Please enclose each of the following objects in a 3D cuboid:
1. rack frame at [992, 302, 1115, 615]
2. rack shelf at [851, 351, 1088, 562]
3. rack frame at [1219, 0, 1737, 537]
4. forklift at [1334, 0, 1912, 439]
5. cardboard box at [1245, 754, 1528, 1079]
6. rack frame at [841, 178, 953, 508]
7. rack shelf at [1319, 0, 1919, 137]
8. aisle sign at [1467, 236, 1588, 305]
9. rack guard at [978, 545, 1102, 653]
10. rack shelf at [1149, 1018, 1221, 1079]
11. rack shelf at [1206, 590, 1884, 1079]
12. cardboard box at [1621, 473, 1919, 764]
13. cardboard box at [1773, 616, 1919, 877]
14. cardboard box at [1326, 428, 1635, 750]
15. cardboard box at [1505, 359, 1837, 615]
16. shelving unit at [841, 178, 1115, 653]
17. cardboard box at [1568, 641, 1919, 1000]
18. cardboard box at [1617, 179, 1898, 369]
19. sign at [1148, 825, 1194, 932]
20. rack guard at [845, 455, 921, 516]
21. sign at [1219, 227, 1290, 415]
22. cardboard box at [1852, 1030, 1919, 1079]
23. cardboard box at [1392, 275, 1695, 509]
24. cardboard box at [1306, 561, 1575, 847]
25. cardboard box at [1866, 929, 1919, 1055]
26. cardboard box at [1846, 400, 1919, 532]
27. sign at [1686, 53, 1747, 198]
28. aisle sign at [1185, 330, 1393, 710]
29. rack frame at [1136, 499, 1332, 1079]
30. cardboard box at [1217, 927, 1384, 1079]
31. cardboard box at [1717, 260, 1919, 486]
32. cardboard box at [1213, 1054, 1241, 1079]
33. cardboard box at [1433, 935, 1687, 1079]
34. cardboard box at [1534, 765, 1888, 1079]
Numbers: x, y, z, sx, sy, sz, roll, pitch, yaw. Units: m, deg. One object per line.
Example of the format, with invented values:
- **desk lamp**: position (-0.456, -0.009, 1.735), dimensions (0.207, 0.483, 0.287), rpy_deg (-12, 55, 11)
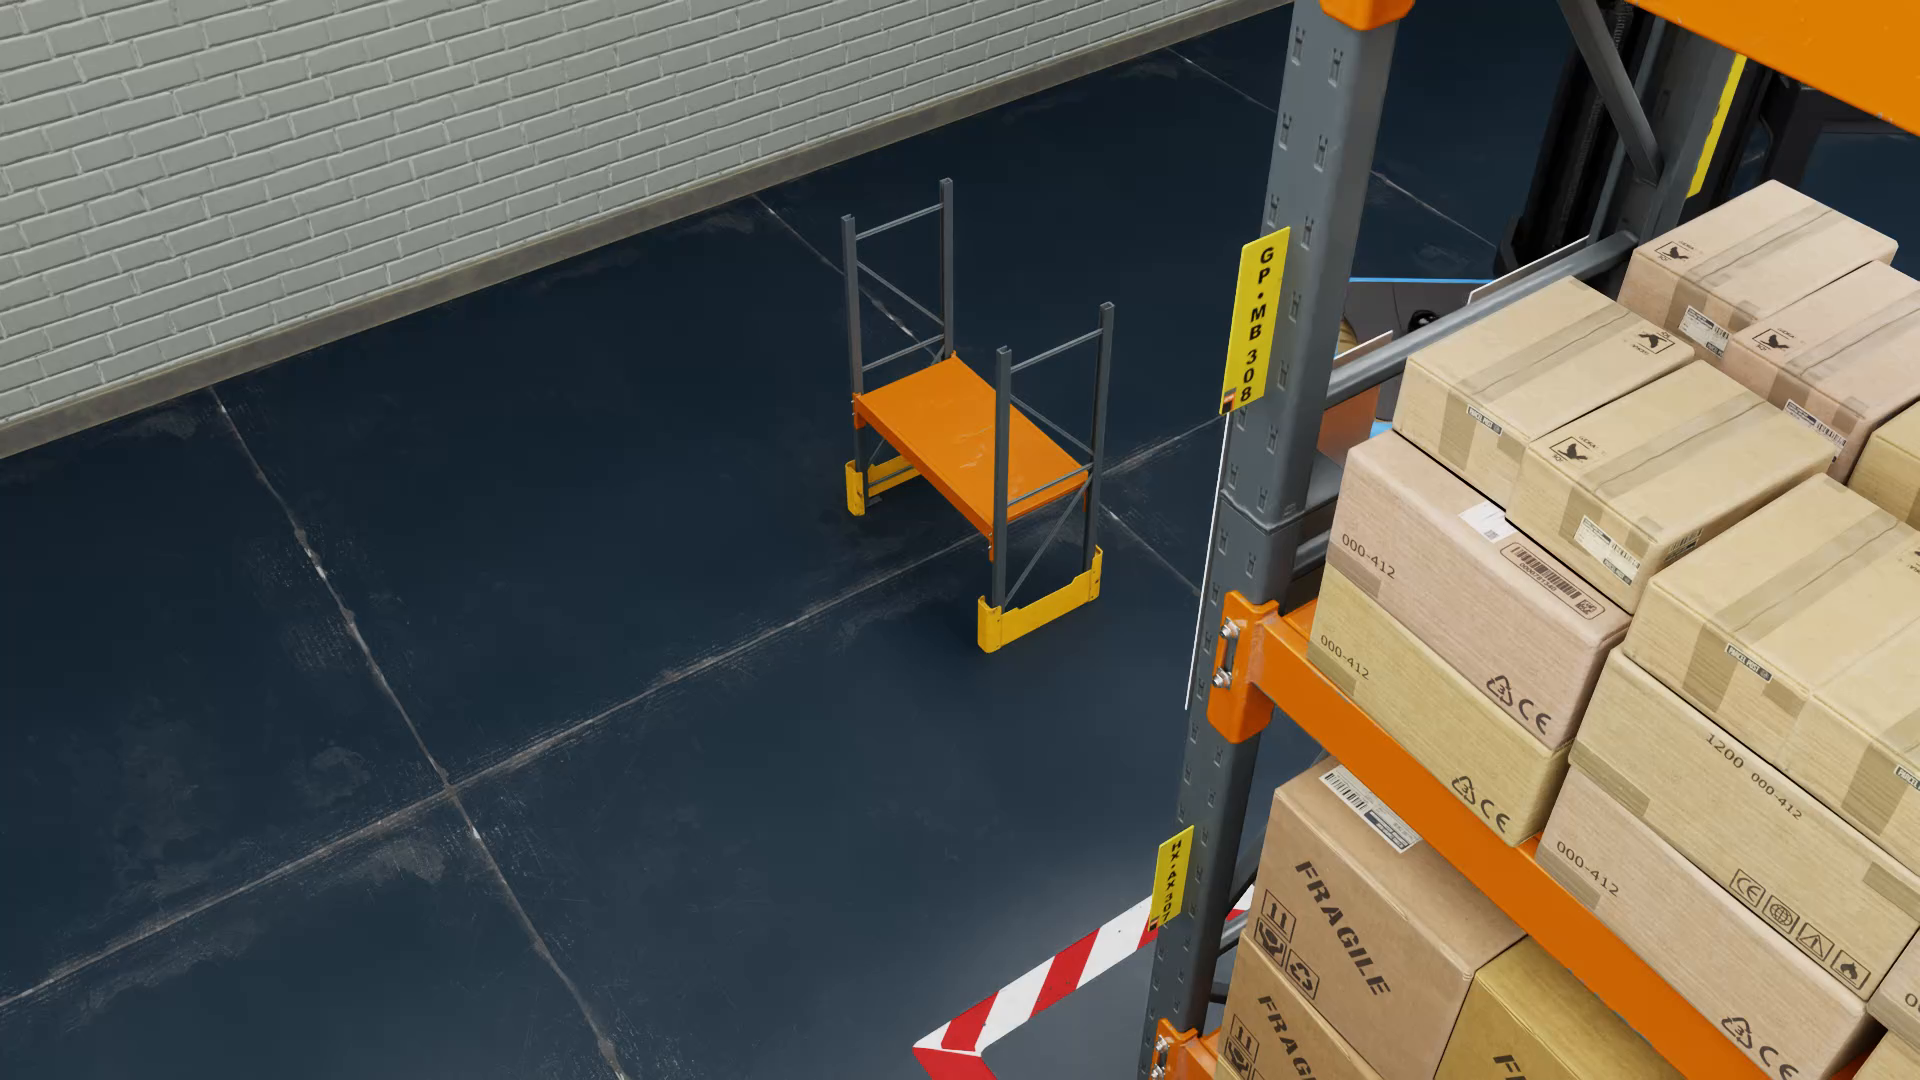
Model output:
- **rack frame**: position (0.340, -0.206, 6.371), dimensions (0.500, 1.500, 0.032), rpy_deg (-26, 49, -24)
- **rack shelf**: position (0.049, -0.364, 6.797), dimensions (0.538, 0.185, 1.000), rpy_deg (-26, 49, -24)
- **rack frame**: position (0.910, -1.324, 2.111), dimensions (1.000, 3.000, 0.127), rpy_deg (-26, 49, -24)
- **forklift**: position (2.896, -1.007, 6.173), dimensions (3.031, 2.935, 1.130), rpy_deg (1, 44, 1)
- **cardboard box**: position (0.949, 0.700, 3.324), dimensions (0.500, 0.500, 0.500), rpy_deg (-26, 49, -25)
- **rack frame**: position (-0.242, -0.782, 6.974), dimensions (0.500, 1.500, 0.032), rpy_deg (-26, 49, -24)
- **rack shelf**: position (2.054, 0.070, 1.174), dimensions (1.077, 0.370, 4.000), rpy_deg (-26, 49, -24)
- **aisle sign**: position (1.114, -0.254, 3.452), dimensions (0.394, 0.787, 0.004), rpy_deg (-26, 49, -24)
- **rack guard**: position (0.329, 0.235, 6.814), dimensions (0.587, 0.250, 0.087), rpy_deg (-26, 49, -24)
- **rack shelf**: position (2.054, 2.239, 3.244), dimensions (1.077, 0.370, 4.000), rpy_deg (-26, 49, -24)
- **rack shelf**: position (2.054, 1.154, 2.209), dimensions (1.077, 0.370, 4.000), rpy_deg (-26, 49, -24)
- **cardboard box**: position (1.135, 0.098, 2.252), dimensions (0.380, 0.149, 0.250), rpy_deg (-26, 49, -24)
- **cardboard box**: position (1.274, 0.236, 2.107), dimensions (0.380, 0.149, 0.250), rpy_deg (-25, 49, -24)
- **cardboard box**: position (0.954, -0.009, 2.652), dimensions (0.500, 0.250, 0.500), rpy_deg (-25, 49, -24)
- **cardboard box**: position (1.040, -0.085, 2.443), dimensions (0.380, 0.149, 0.250), rpy_deg (-24, 49, -23)
- **shelving unit**: position (0.044, -0.499, 6.678), dimensions (0.587, 1.500, 1.083), rpy_deg (-26, 49, -24)
- **cardboard box**: position (1.248, 0.281, 2.349), dimensions (0.500, 0.250, 0.500), rpy_deg (-26, 50, -25)
- **cardboard box**: position (1.341, -0.438, 2.813), dimensions (0.380, 0.149, 0.250), rpy_deg (-26, 50, -25)
- **sign**: position (0.465, 0.747, 3.659), dimensions (0.100, 0.325, 0.005), rpy_deg (-26, 49, -24)
- **rack guard**: position (-0.241, -0.329, 7.405), dimensions (0.587, 0.250, 0.087), rpy_deg (-26, 49, -24)
- **sign**: position (0.465, -0.341, 2.620), dimensions (0.100, 0.325, 0.005), rpy_deg (-26, 49, -24)
- **cardboard box**: position (1.560, 0.757, 2.212), dimensions (0.500, 0.250, 0.500), rpy_deg (-27, 50, -26)
- **cardboard box**: position (0.909, -0.236, 2.602), dimensions (0.380, 0.149, 0.250), rpy_deg (-26, 49, -25)
- **cardboard box**: position (0.957, 0.171, 2.826), dimensions (0.500, 0.250, 0.500), rpy_deg (-24, 49, -23)
- **cardboard box**: position (1.527, 0.572, 2.044), dimensions (0.500, 0.250, 0.500), rpy_deg (-25, 49, -24)
- **cardboard box**: position (1.550, -0.114, 2.474), dimensions (0.380, 0.149, 0.250), rpy_deg (-27, 50, -26)
- **sign**: position (1.377, -0.767, 3.059), dimensions (0.100, 0.325, 0.005), rpy_deg (-26, 49, -24)
- **aisle sign**: position (0.622, -0.017, 3.204), dimensions (0.394, 0.787, 0.004), rpy_deg (-26, 49, -24)
- **rack frame**: position (0.910, 0.846, 4.182), dimensions (1.000, 3.000, 0.127), rpy_deg (-26, 49, -24)
- **cardboard box**: position (0.940, 1.066, 3.665), dimensions (0.500, 0.500, 0.500), rpy_deg (-23, 48, -23)
- **cardboard box**: position (1.420, -0.268, 2.635), dimensions (0.380, 0.149, 0.250), rpy_deg (-25, 49, -24)
- **cardboard box**: position (0.827, 1.250, 3.941), dimensions (0.380, 0.149, 0.250), rpy_deg (-26, 49, -25)
- **cardboard box**: position (1.243, 0.983, 3.027), dimensions (0.500, 0.500, 0.500), rpy_deg (-24, 49, -23)
- **cardboard box**: position (1.255, 0.471, 2.512), dimensions (0.500, 0.250, 0.500), rpy_deg (-24, 49, -23)
